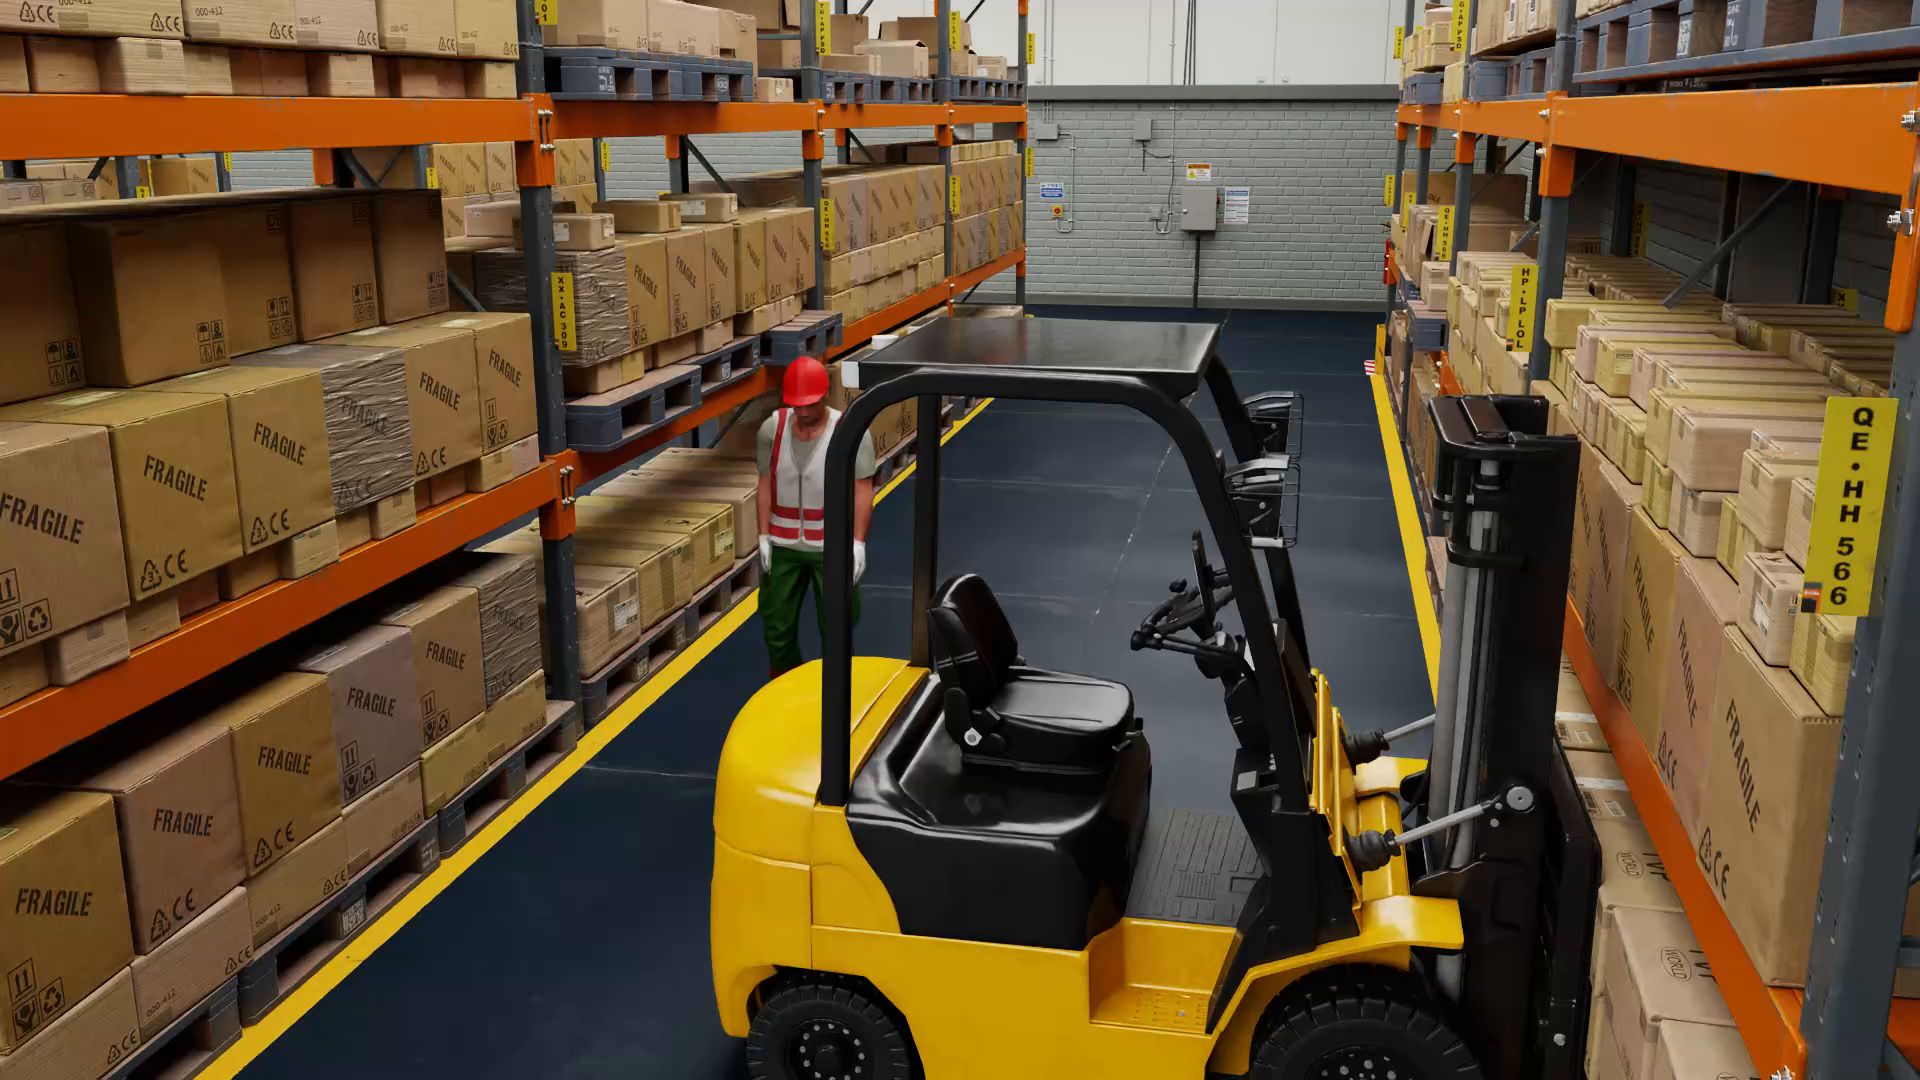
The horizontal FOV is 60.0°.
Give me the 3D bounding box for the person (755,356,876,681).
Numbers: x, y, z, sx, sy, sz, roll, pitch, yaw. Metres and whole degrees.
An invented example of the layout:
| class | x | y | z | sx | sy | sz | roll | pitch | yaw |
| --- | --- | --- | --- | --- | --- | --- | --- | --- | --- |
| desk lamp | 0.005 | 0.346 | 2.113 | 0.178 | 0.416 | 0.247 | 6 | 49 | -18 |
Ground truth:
| class | x | y | z | sx | sy | sz | roll | pitch | yaw |
| --- | --- | --- | --- | --- | --- | --- | --- | --- | --- |
| person | -0.644 | 0.053 | 7.339 | 0.538 | 1.752 | 0.428 | 3 | 15 | 12 |
